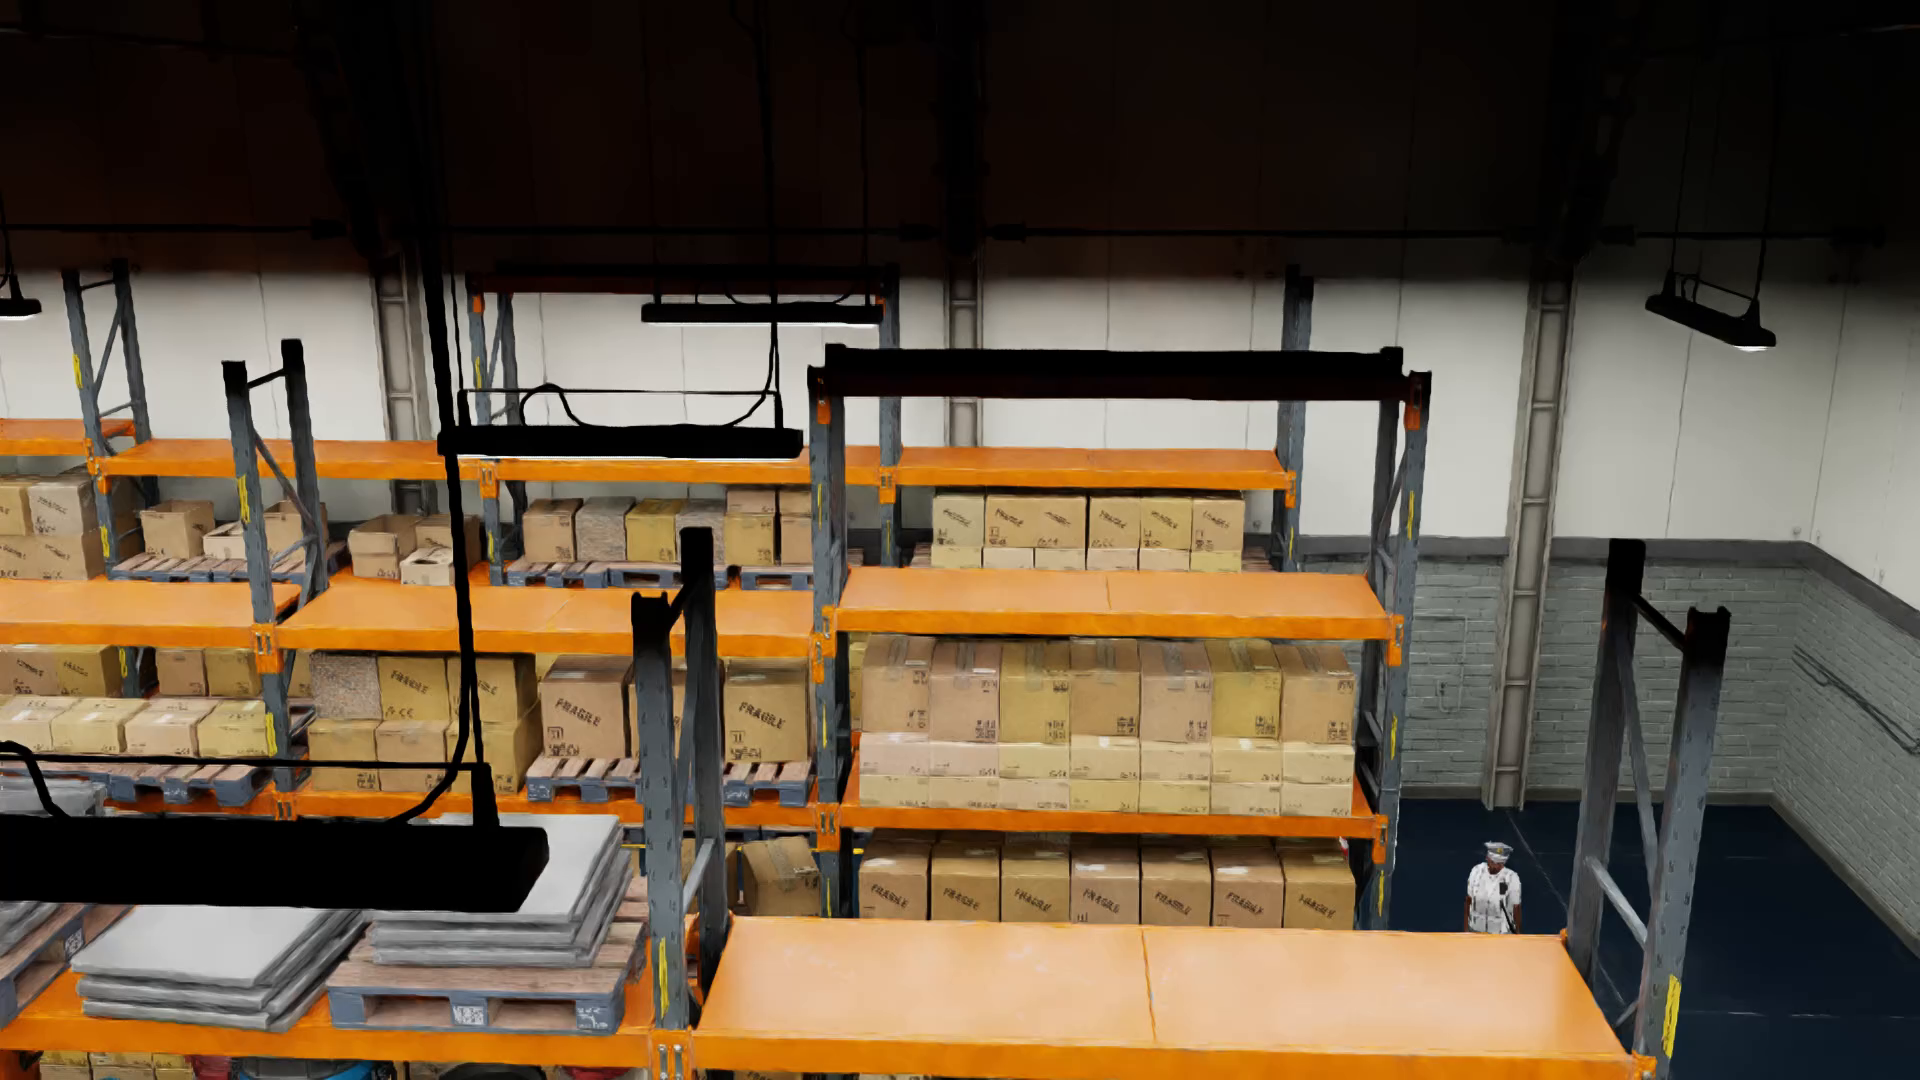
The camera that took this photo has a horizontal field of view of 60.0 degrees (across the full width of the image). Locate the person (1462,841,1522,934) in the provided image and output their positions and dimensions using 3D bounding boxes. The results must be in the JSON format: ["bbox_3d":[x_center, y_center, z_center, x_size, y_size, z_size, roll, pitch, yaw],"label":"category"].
[{"bbox_3d":[4.542,3.323,14.130,0.698,1.671,0.555,11,19,33],"label":"person"}]

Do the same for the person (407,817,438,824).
[{"bbox_3d":[-5.331,2.631,16.412,1.030,1.727,0.528,-1,16,-5],"label":"person"}]
